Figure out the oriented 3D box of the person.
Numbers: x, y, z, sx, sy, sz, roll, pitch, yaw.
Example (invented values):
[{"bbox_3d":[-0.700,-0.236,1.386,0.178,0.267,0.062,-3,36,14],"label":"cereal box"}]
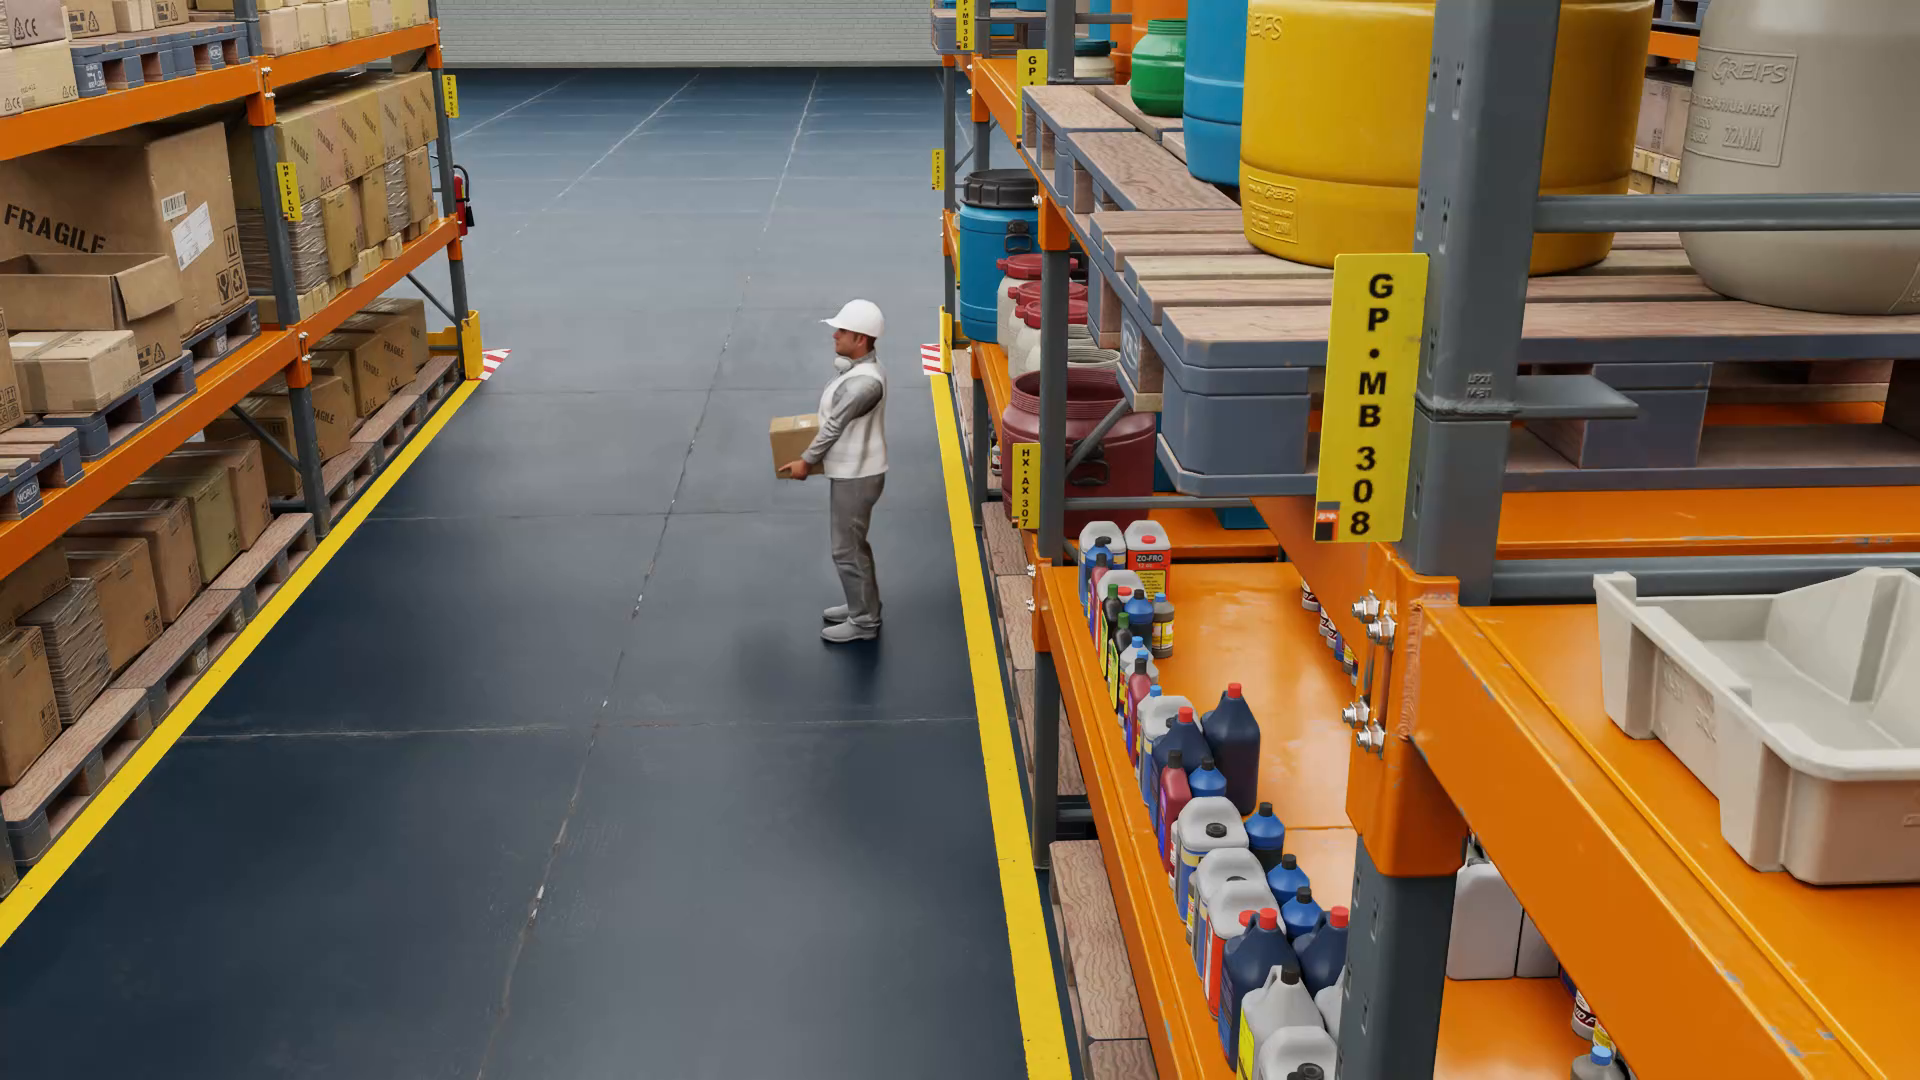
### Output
[{"bbox_3d":[-0.640,-0.351,8.500,0.554,1.767,0.494,-1,20,-2],"label":"person"}]
